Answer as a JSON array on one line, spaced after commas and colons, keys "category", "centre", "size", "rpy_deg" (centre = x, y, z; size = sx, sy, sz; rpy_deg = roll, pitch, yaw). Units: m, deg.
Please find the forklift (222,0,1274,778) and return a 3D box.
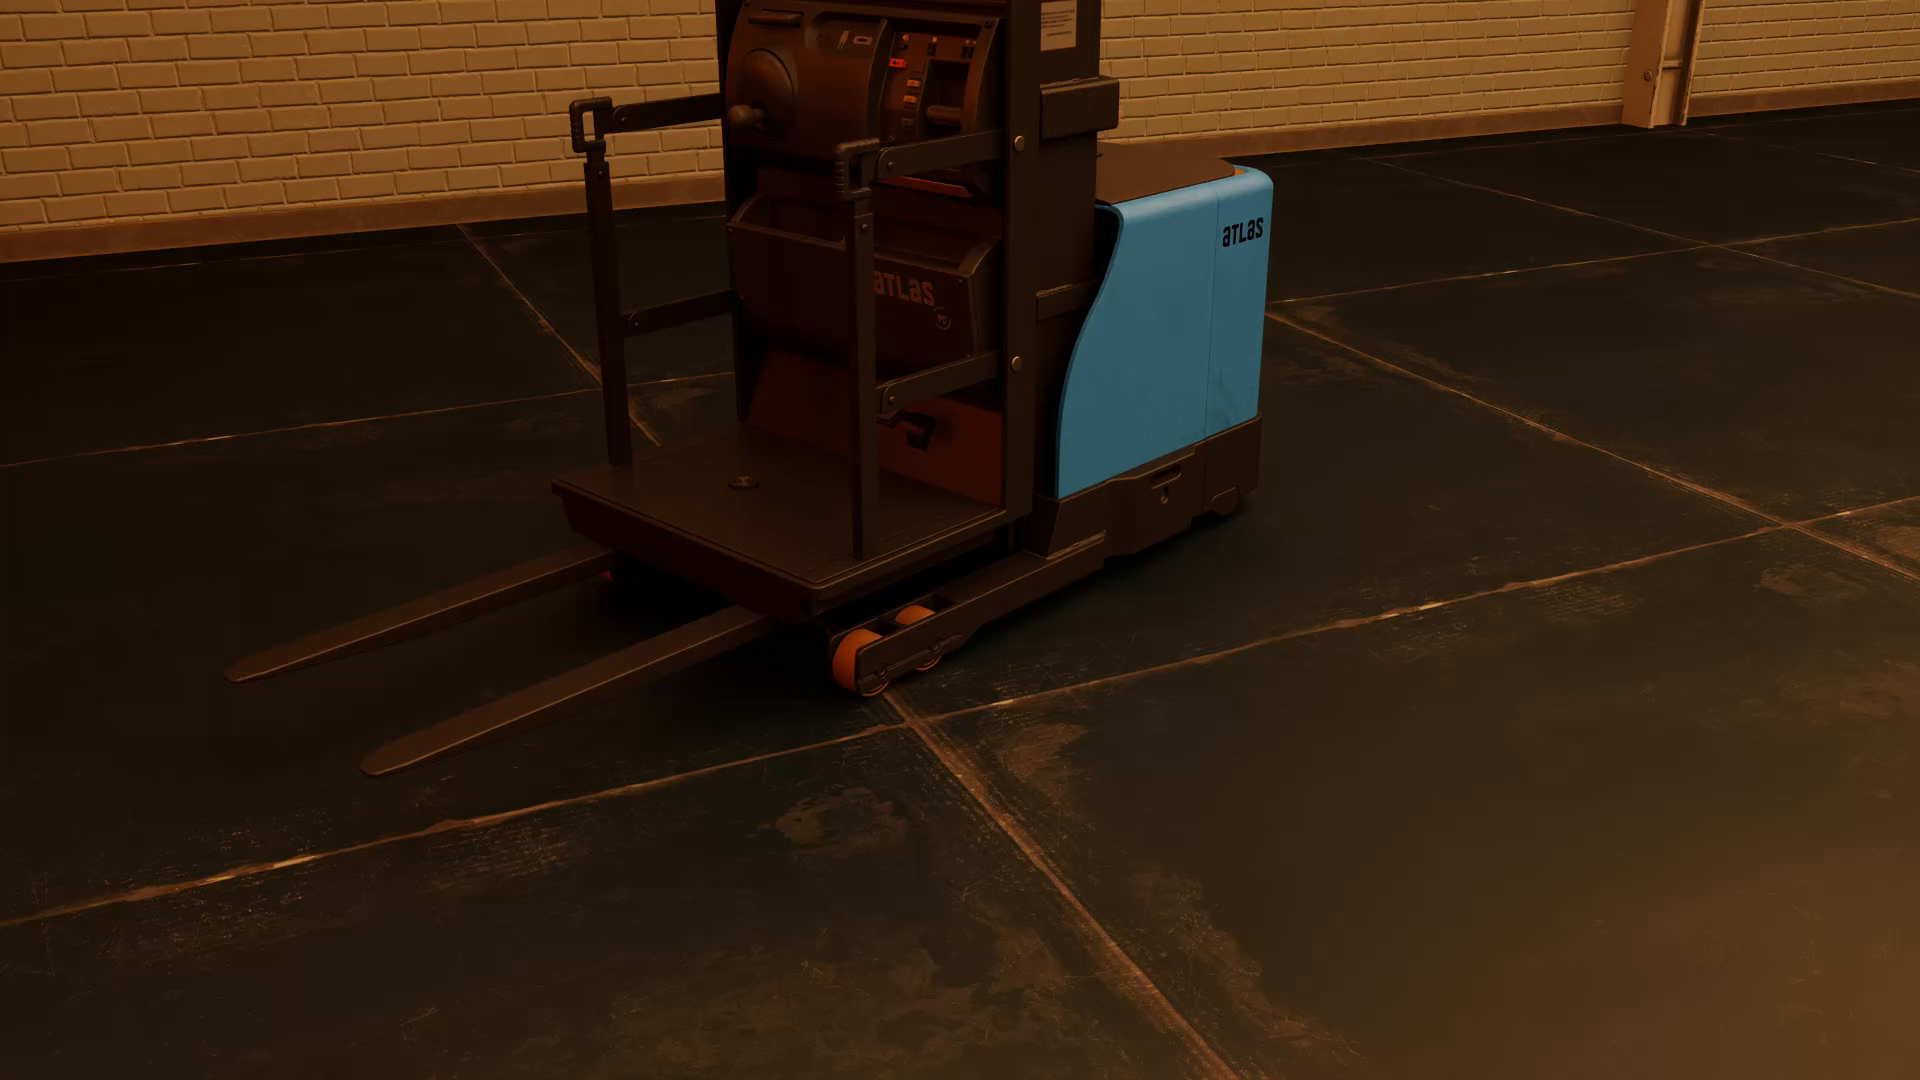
[{"category": "forklift", "centre": [-0.413, -1.182, 4.131], "size": [1.130, 2.935, 3.031], "rpy_deg": [19, 29, 39]}]
